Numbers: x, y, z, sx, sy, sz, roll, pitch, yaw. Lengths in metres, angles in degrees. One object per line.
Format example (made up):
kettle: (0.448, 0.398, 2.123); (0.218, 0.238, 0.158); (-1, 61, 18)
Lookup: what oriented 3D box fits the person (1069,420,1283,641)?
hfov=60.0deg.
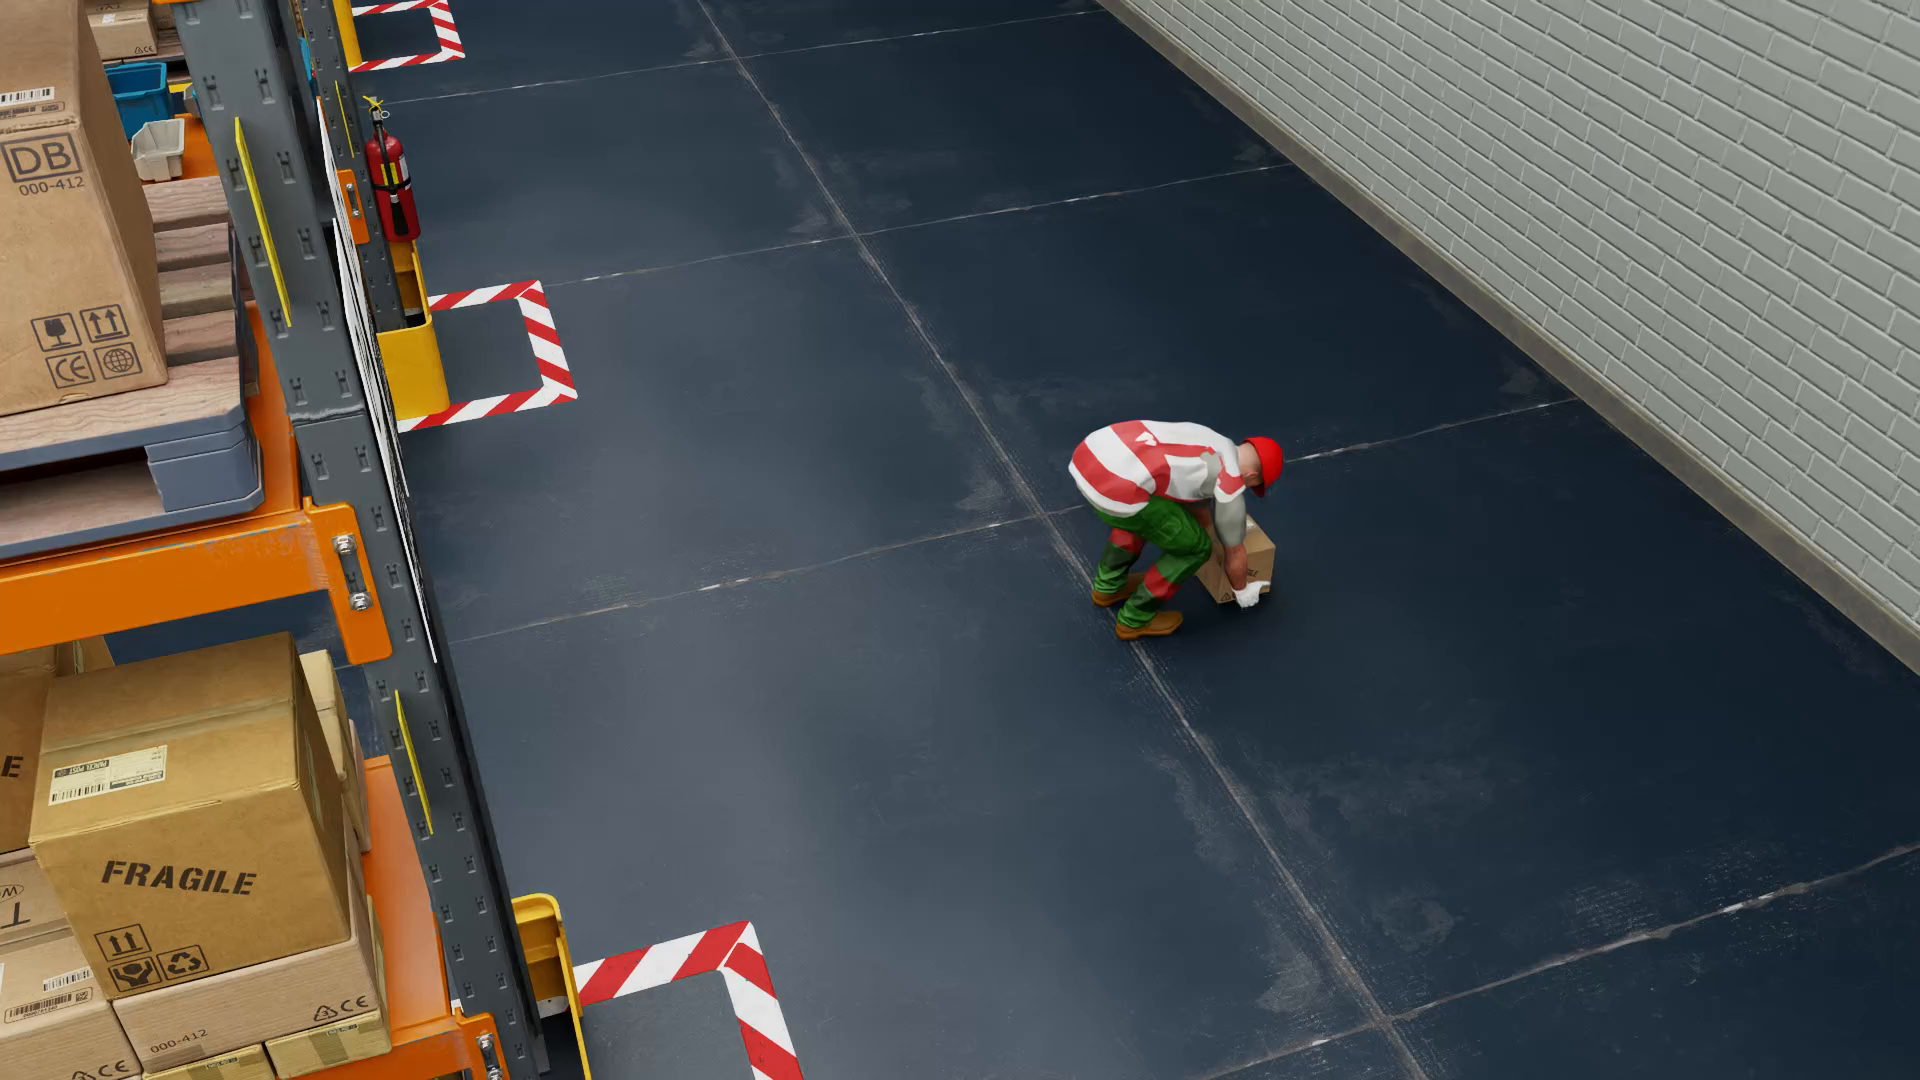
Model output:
person: (0.909, -0.108, 6.954); (0.949, 0.956, 0.534); (-14, 40, -18)
